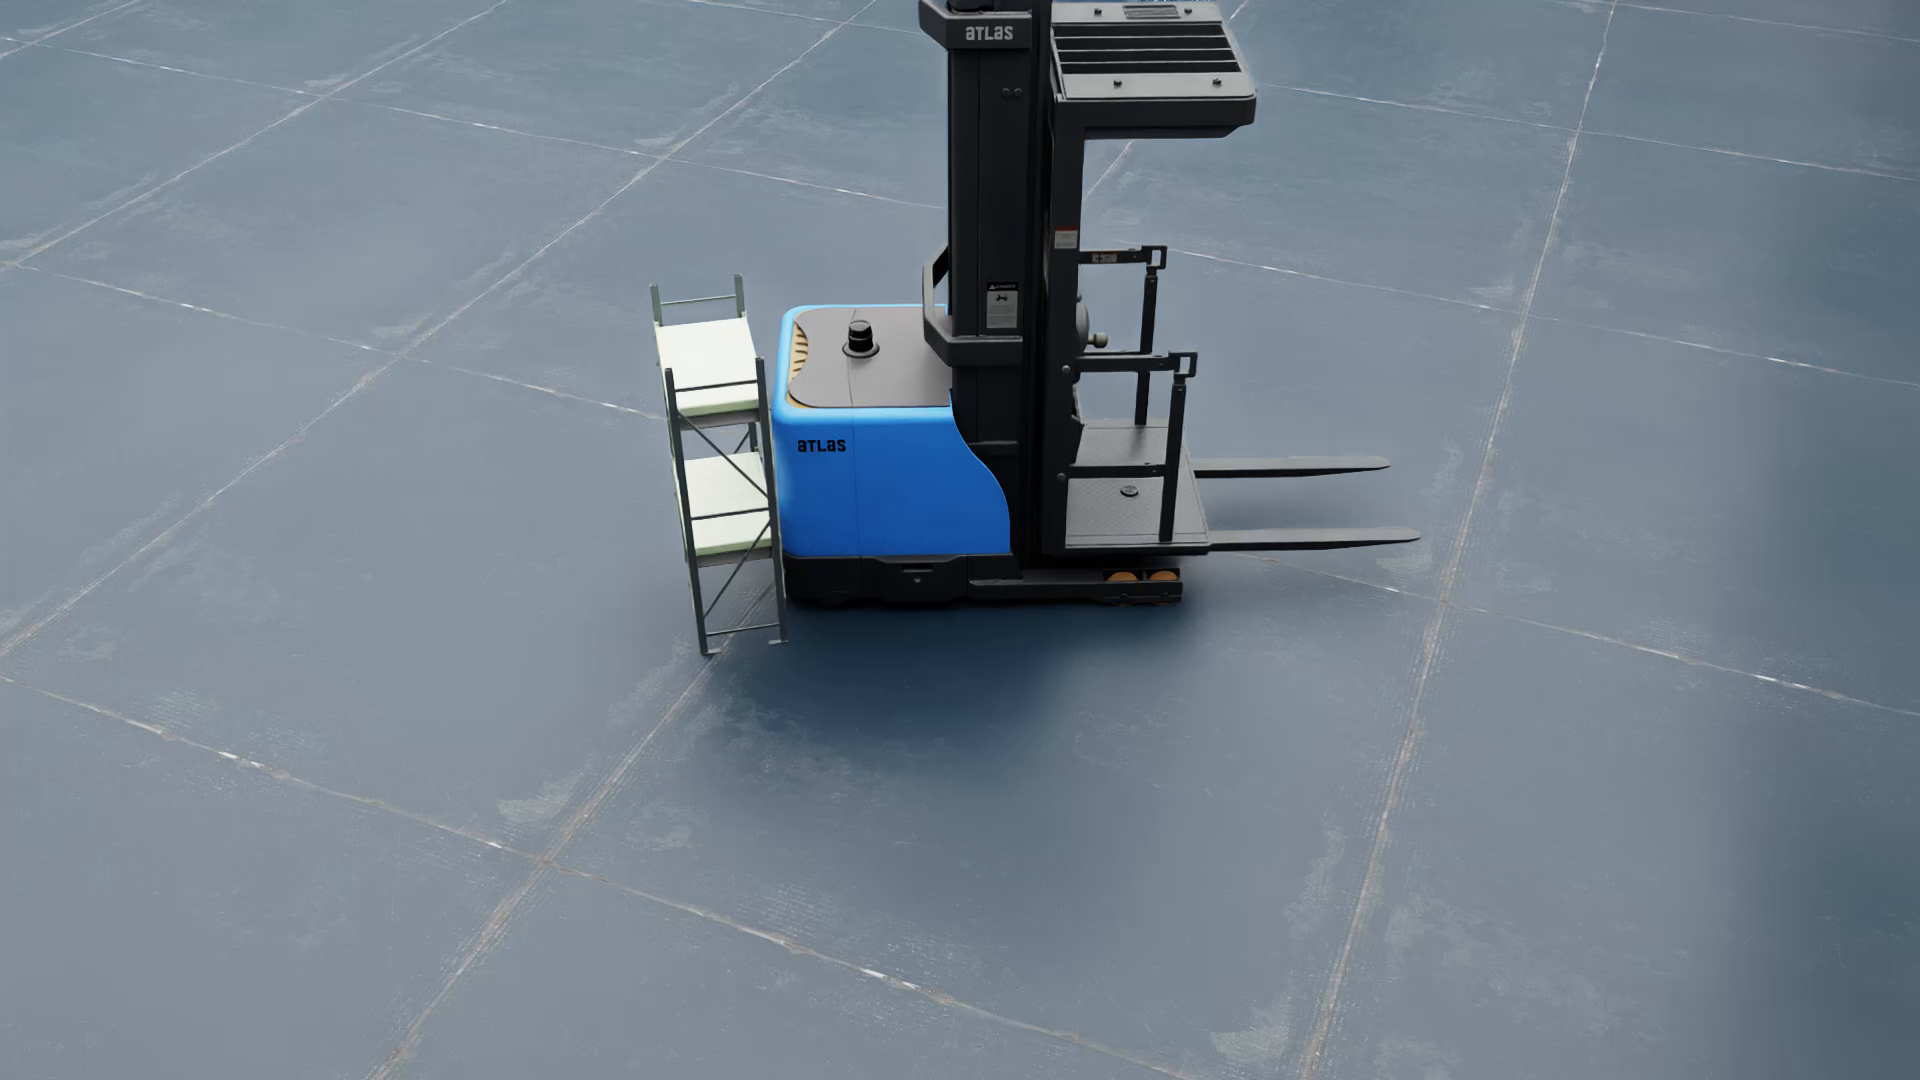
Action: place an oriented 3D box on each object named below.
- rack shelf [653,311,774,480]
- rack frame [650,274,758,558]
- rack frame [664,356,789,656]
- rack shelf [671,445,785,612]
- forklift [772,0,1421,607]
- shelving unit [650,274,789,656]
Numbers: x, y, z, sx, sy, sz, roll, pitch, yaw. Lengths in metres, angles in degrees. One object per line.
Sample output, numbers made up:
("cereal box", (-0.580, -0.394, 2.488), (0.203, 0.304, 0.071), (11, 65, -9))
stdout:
("rack shelf", (-1.070, -0.636, 7.194), (0.431, 0.370, 0.720), (-8, 38, -10))
("rack frame", (-1.150, -0.537, 7.714), (0.400, 1.500, 0.023), (-8, 38, -10))
("rack frame", (-0.987, -0.110, 7.142), (0.400, 1.500, 0.023), (-8, 38, -10))
("rack shelf", (-1.067, -0.062, 7.623), (0.431, 0.370, 0.720), (-8, 38, -10))
("forklift", (0.665, -1.178, 7.377), (3.031, 2.935, 1.130), (-1, 37, -1))
("shelving unit", (-1.068, -0.323, 7.428), (0.431, 1.500, 0.755), (-8, 38, -10))
